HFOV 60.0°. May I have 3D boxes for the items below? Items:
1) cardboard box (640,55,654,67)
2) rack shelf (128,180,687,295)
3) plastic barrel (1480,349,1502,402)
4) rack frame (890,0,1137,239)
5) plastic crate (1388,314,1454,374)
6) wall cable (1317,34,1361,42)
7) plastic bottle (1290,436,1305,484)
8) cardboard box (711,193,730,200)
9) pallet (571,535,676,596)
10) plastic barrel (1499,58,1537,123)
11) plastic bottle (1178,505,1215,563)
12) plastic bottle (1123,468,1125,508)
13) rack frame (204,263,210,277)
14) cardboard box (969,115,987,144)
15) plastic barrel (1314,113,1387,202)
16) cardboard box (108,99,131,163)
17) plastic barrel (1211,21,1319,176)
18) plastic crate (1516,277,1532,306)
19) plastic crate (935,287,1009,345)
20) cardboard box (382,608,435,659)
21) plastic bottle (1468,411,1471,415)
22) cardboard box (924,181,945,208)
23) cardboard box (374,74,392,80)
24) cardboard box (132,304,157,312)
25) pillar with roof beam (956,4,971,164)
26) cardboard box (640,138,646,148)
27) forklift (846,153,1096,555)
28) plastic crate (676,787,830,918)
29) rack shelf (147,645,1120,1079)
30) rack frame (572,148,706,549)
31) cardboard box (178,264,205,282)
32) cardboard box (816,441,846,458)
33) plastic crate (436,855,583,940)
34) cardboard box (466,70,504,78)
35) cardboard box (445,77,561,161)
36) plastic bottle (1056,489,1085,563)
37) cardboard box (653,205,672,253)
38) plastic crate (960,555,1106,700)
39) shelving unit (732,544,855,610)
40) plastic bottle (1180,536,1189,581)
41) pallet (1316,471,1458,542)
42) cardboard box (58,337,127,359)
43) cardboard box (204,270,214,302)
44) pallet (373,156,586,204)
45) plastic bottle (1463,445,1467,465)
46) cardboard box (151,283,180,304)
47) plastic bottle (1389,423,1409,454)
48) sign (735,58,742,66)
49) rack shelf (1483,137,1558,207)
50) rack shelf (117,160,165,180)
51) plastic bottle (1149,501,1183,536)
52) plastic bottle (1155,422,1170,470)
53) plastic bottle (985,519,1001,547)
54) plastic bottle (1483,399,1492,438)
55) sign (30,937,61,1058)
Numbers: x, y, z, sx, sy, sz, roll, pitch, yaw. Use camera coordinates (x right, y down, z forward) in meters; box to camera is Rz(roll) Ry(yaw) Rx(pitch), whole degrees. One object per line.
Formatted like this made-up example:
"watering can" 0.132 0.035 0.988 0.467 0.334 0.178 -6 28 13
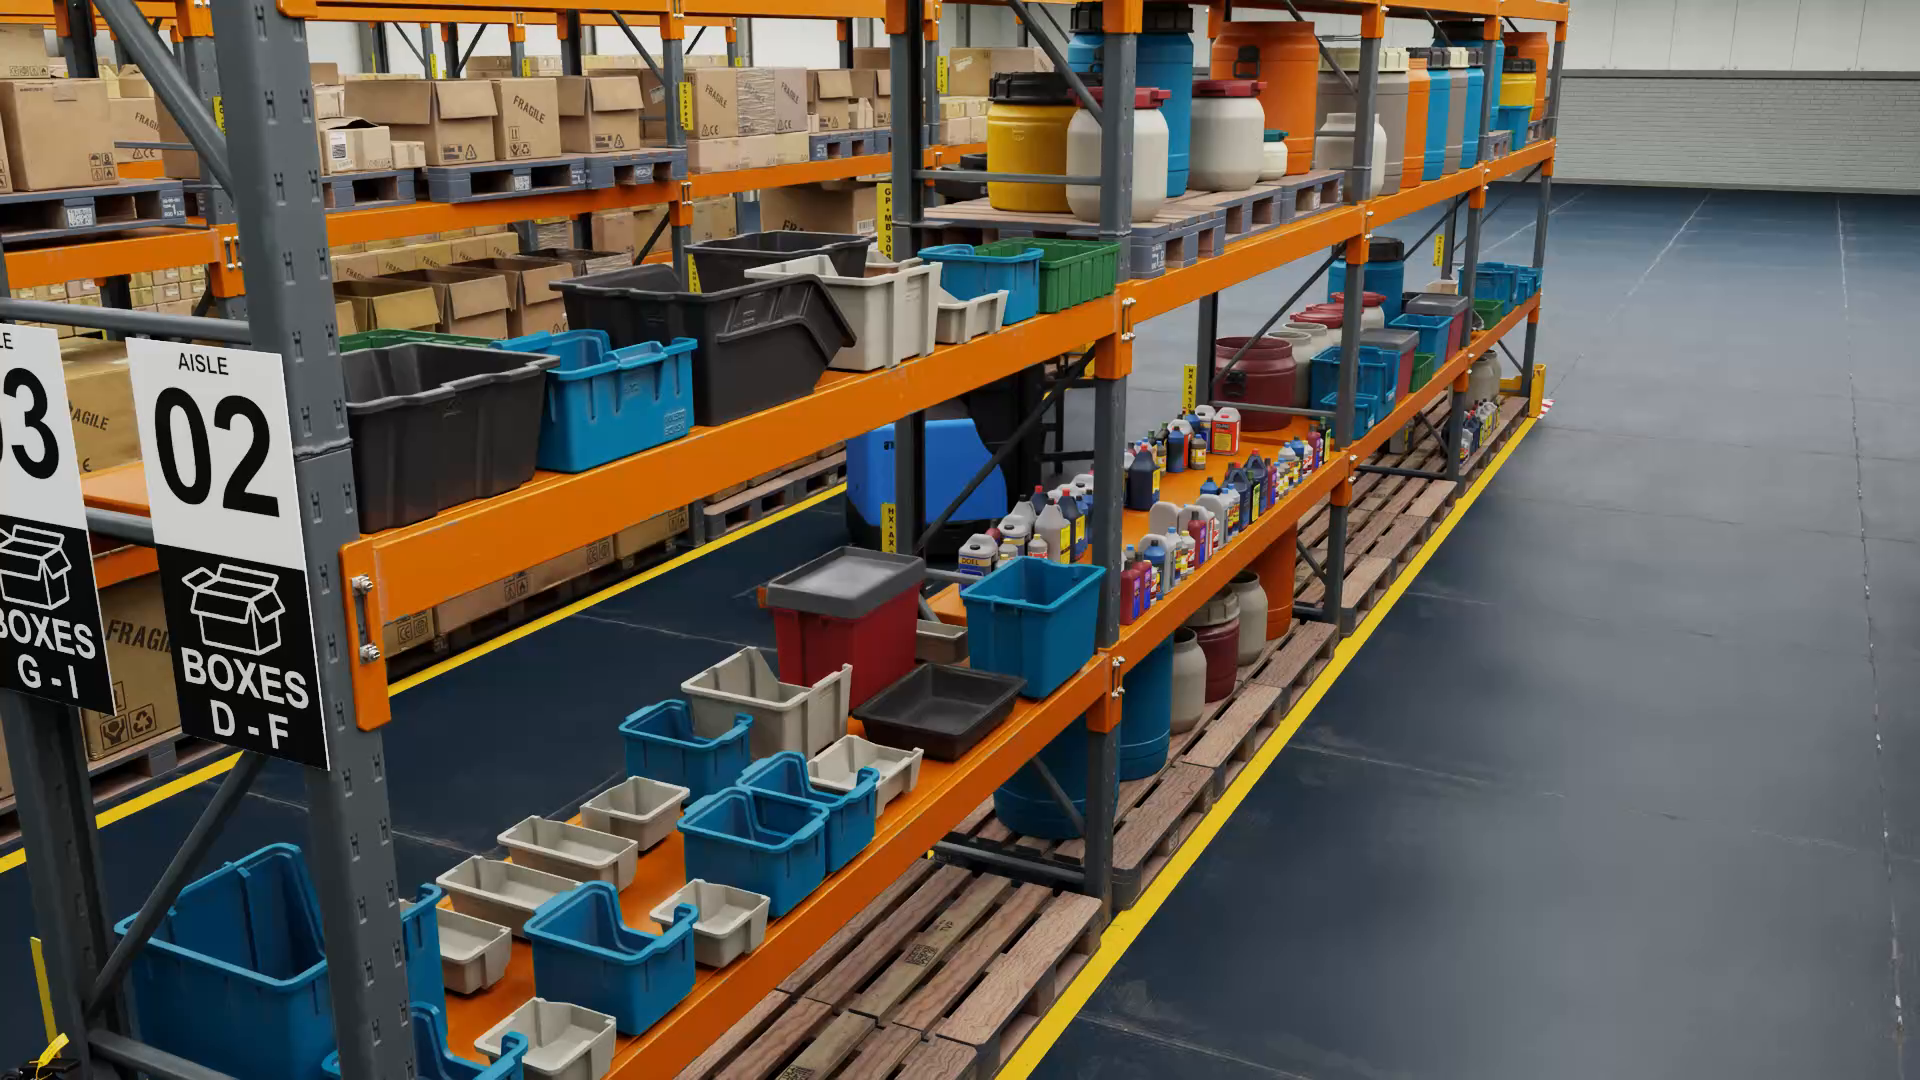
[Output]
"cardboard box" -3.795 -5.574 19.383 0.380 0.149 0.250 8 18 26
"rack shelf" -3.343 -2.032 10.592 1.077 0.370 4.000 8 18 25
"plastic barrel" 5.331 -1.687 17.069 0.421 0.512 0.421 0 17 0
"rack frame" 0.194 -2.675 6.226 1.000 3.000 0.127 8 18 25
"plastic crate" 3.554 -1.509 12.864 0.392 0.384 0.575 8 18 25
"wall cable" 11.090 -16.833 47.919 2.305 6.003 0.169 8 18 25
"plastic bottle" 1.924 -0.464 9.543 0.097 0.271 0.097 0 17 0
"cardboard box" -3.467 -4.643 21.227 0.875 0.550 0.550 8 18 25
"pallet" -2.869 0.080 12.385 1.003 0.211 1.213 8 18 25
"plastic barrel" 5.161 -4.279 15.826 0.600 0.588 0.600 0 17 0
"plastic bottle" 1.156 -0.045 8.126 0.152 0.276 0.135 8 18 25
"plastic bottle" 0.804 -0.332 8.960 0.144 0.351 0.185 8 18 25
"rack frame" -6.842 -2.105 14.843 1.000 3.000 0.127 8 18 25
"cardboard box" 0.000 -4.051 16.389 0.500 0.250 0.500 8 18 25
"plastic barrel" 2.394 -2.350 10.203 0.421 0.512 0.421 0 17 0
"cardboard box" -7.081 -3.284 13.369 0.500 0.500 0.500 8 18 25
"plastic barrel" 1.725 -2.519 9.477 0.600 0.830 0.708 8 18 25
"plastic crate" 5.305 -2.454 16.281 0.499 0.251 0.408 8 18 25
"plastic crate" -0.034 -0.738 5.437 0.293 0.136 0.466 8 18 25
"cardboard box" -3.969 0.222 10.002 1.225 0.875 0.875 8 18 26
"plastic bottle" 4.809 -1.117 15.658 0.097 0.201 0.097 0 17 0
"cardboard box" -0.234 -3.219 16.141 0.500 0.500 0.500 8 18 25
"cardboard box" -7.875 -6.195 22.385 0.380 0.149 0.250 8 18 25
"cardboard box" -6.878 -1.873 13.767 0.380 0.149 0.250 8 19 26
"pillar with roof beam" 3.956 -15.284 48.679 9.100 9.000 0.400 8 18 25
"cardboard box" -2.456 -2.967 12.739 0.500 0.250 0.500 8 18 25
"forklift" 0.670 -1.450 12.757 3.031 2.935 1.130 -4 17 -14
"plastic crate" -0.600 0.915 4.865 0.416 0.233 0.300 8 18 25
"rack shelf" -0.700 1.055 5.468 1.077 0.370 4.000 8 18 25
"rack frame" -2.449 -1.448 12.632 1.000 3.000 0.127 8 18 25
"cardboard box" -6.650 -2.288 14.118 0.380 0.149 0.250 7 18 23
"cardboard box" -1.435 -1.064 14.958 0.700 0.500 0.500 6 18 21
"plastic crate" -1.248 1.015 4.698 0.396 0.136 0.243 8 18 25
"cardboard box" -5.064 -5.040 18.284 0.500 0.250 0.500 8 18 25
"cardboard box" -2.965 -2.740 10.799 0.500 0.500 0.500 9 19 28
"plastic bottle" 0.524 -0.080 8.113 0.144 0.351 0.185 8 18 25
"cardboard box" -3.981 -3.845 20.438 0.875 0.550 0.550 8 18 25
"plastic crate" 0.291 0.342 6.528 0.392 0.384 0.575 8 18 25
"shelving unit" -1.076 0.320 11.636 0.258 0.189 1.200 14 26 36
"plastic bottle" 1.025 0.082 7.827 0.097 0.201 0.097 0 17 0
"pallet" 3.453 -0.295 13.648 1.003 0.211 1.213 8 18 25
"cardboard box" -4.680 -0.770 8.773 0.500 0.500 0.500 8 18 25
"cardboard box" -6.881 -2.302 15.331 0.500 0.500 0.500 8 18 25
"pallet" -3.187 -2.340 10.697 1.003 0.211 1.213 9 19 28
"plastic bottle" 4.349 -0.758 14.449 0.097 0.201 0.097 0 17 0
"cardboard box" -6.773 -2.077 13.929 0.380 0.149 0.250 9 19 27
"plastic bottle" 3.928 -0.960 14.869 0.144 0.351 0.185 8 18 25
"sign" -2.788 -5.895 20.918 0.100 0.325 0.005 8 18 25
"rack shelf" 4.663 -3.440 15.331 1.077 0.370 4.000 8 18 25
"rack shelf" -7.735 -2.689 12.804 1.077 0.370 4.000 8 18 25
"plastic bottle" 1.019 -0.064 8.191 0.152 0.276 0.135 8 18 25
"plastic bottle" 1.192 -0.547 9.802 0.061 0.283 0.133 8 18 25
"plastic bottle" 0.144 0.050 7.791 0.061 0.283 0.133 8 18 25
"plastic bottle" 4.858 -1.135 15.456 0.144 0.351 0.185 9 19 28
"sign" -2.093 1.076 3.848 0.100 0.325 0.005 8 18 25
